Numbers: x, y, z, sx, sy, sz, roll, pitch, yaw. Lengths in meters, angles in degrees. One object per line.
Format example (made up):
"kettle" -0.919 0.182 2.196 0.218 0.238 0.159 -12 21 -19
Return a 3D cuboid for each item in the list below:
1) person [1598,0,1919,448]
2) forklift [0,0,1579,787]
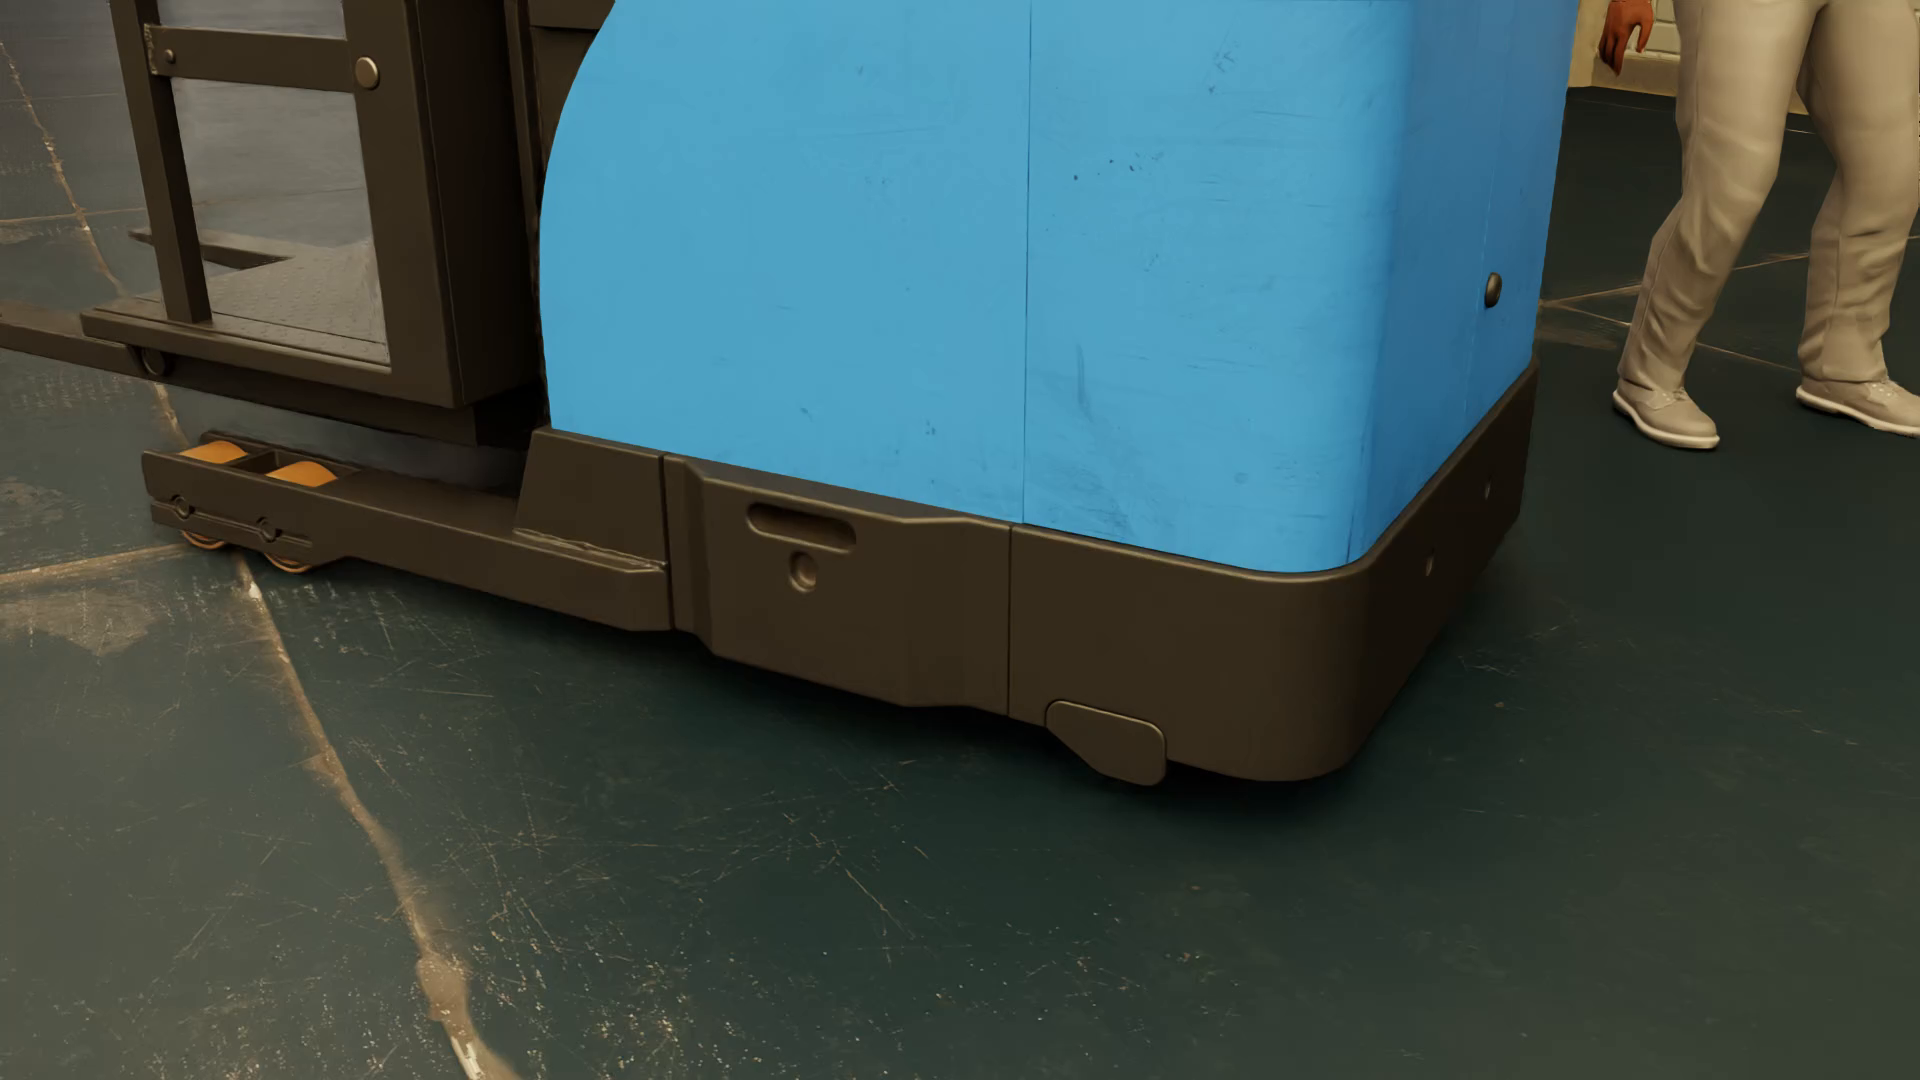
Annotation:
"person" 1.471 -0.972 2.859 0.734 1.636 0.375 -6 23 -14
"forklift" -0.678 -1.466 2.347 3.031 2.935 1.130 12 25 27
